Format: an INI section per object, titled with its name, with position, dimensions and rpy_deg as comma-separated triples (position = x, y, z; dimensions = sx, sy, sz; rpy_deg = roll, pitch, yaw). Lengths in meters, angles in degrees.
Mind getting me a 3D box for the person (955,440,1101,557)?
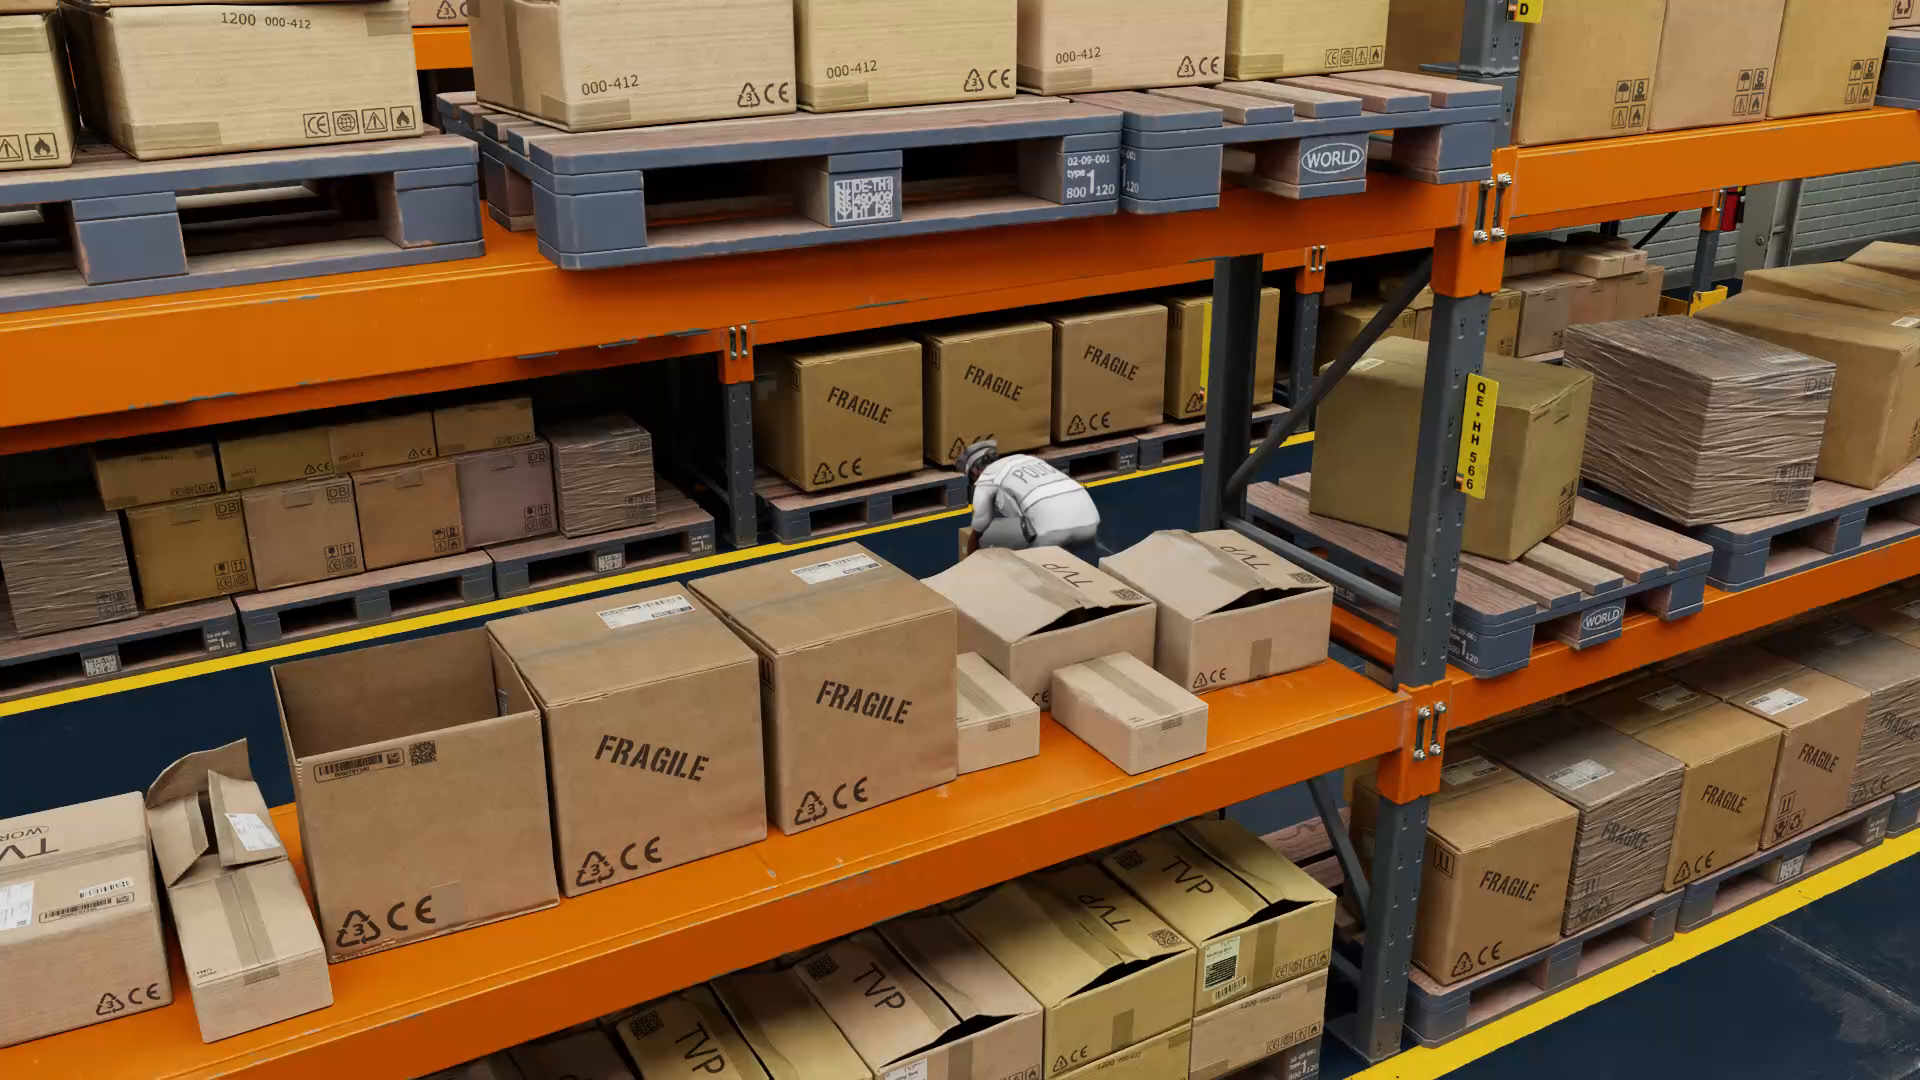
[person]
position = 0.323, -0.059, 8.470
dimensions = 0.456, 0.773, 0.923
rpy_deg = -13, 25, -30
